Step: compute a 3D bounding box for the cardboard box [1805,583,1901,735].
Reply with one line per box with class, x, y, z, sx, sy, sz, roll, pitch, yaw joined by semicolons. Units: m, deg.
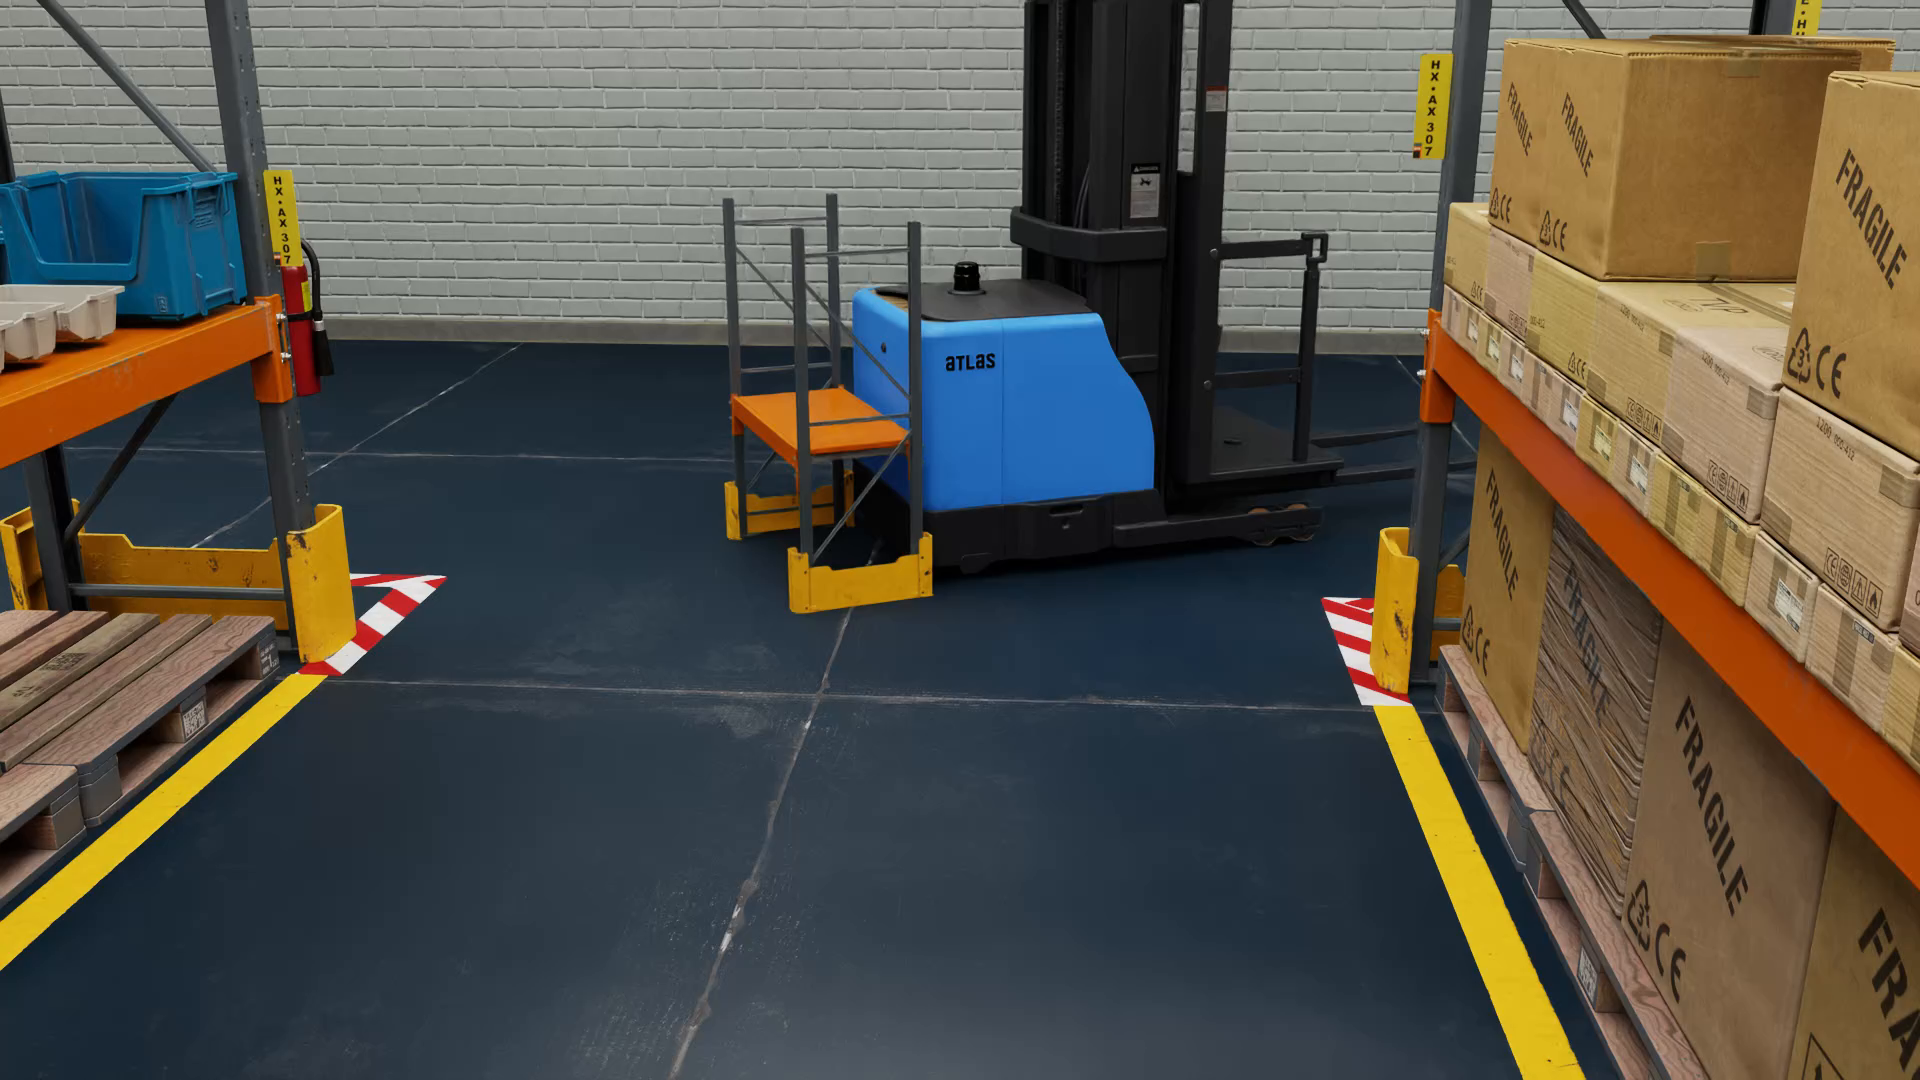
cardboard box;1.510;0.177;2.470;0.380;0.149;0.250;1;18;3

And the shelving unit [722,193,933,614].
shelving unit;-0.579;-0.609;6.873;0.587;1.500;1.083;-7;19;-21

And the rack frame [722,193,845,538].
rack frame;-0.765;-0.753;7.313;0.500;1.500;0.032;-7;19;-21

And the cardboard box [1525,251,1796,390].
cardboard box;1.691;-0.533;3.995;0.500;0.250;0.500;1;18;2

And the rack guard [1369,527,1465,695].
rack guard;2.067;0.257;5.836;1.175;0.500;0.348;1;18;4

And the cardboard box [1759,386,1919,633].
cardboard box;1.583;-0.055;2.536;0.500;0.250;0.500;2;18;6

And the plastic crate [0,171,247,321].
plastic crate;-2.713;-0.971;5.416;0.616;0.435;0.499;1;18;4

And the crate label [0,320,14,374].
crate label;-2.784;-0.503;4.468;0.396;0.136;0.243;1;18;4

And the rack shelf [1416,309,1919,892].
rack shelf;1.922;0.040;3.640;1.077;0.370;4.000;1;18;4

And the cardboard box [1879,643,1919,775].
cardboard box;1.492;0.256;2.227;0.380;0.149;0.250;2;18;5

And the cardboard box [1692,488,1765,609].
cardboard box;1.547;0.017;2.958;0.380;0.149;0.250;2;18;5

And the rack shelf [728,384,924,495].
rack shelf;-0.575;-0.435;6.921;0.538;0.185;1.000;-7;19;-21

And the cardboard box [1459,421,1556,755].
cardboard box;2.099;0.087;5.077;0.875;0.875;0.875;1;18;4

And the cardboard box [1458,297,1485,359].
cardboard box;1.694;-0.621;4.905;0.380;0.149;0.250;1;18;3

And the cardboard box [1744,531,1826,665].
cardboard box;1.529;0.097;2.714;0.380;0.149;0.250;2;18;5

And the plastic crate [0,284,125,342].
plastic crate;-2.753;-0.680;5.008;0.396;0.136;0.243;1;18;4

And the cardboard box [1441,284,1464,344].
cardboard box;1.711;-0.701;5.149;0.380;0.149;0.250;1;18;5

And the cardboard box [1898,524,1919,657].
cardboard box;1.548;0.106;2.046;0.500;0.250;0.500;1;18;3

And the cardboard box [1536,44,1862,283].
cardboard box;1.695;-0.890;3.882;0.500;0.500;0.500;1;18;2

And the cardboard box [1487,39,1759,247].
cardboard box;1.726;-1.051;4.373;0.500;0.500;0.500;1;18;3

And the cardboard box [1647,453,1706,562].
cardboard box;1.565;-0.063;3.201;0.380;0.149;0.250;1;18;3

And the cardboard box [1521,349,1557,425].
cardboard box;1.639;-0.382;4.175;0.380;0.149;0.250;1;18;3

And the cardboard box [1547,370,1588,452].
cardboard box;1.621;-0.302;3.930;0.380;0.149;0.250;1;18;3

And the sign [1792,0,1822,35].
sign;2.606;-1.570;5.156;0.100;0.325;0.005;1;18;4

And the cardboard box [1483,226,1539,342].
cardboard box;1.731;-0.689;4.471;0.500;0.250;0.500;1;18;3

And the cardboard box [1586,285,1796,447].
cardboard box;1.659;-0.371;3.500;0.500;0.250;0.500;1;18;3

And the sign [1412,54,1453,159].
sign;1.512;-1.387;5.320;0.100;0.325;0.005;1;18;4

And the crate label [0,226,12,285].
crate label;-3.221;-0.914;5.566;0.416;0.233;0.303;1;18;4

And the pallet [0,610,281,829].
pallet;-2.973;0.546;5.416;1.003;0.211;1.213;1;18;4

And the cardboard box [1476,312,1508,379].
cardboard box;1.676;-0.542;4.663;0.380;0.149;0.250;1;18;3

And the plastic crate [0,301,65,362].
plastic crate;-2.788;-0.590;4.734;0.396;0.136;0.243;1;18;4

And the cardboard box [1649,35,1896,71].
cardboard box;2.293;-1.193;4.804;0.500;0.500;0.500;2;18;5

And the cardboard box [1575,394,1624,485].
cardboard box;1.602;-0.223;3.691;0.380;0.149;0.250;1;18;3

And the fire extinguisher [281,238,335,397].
fire extinguisher;-2.411;-0.857;5.943;0.296;0.674;0.183;1;18;4

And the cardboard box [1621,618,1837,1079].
cardboard box;1.970;0.646;3.371;0.875;0.875;0.875;1;18;4

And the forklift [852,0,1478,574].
forklift;1.080;-1.513;7.333;3.031;2.935;1.130;-6;19;-19

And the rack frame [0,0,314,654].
rack frame;-2.875;-1.034;5.761;1.000;3.000;0.127;1;18;4

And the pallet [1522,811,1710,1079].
pallet;1.996;1.030;3.941;1.003;0.211;1.213;1;18;4

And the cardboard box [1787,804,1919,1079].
cardboard box;1.906;0.926;2.518;0.875;0.875;0.875;1;18;4

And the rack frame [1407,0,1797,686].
rack frame;2.065;-0.923;5.424;1.000;3.000;0.127;1;18;4

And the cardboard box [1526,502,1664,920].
cardboard box;2.034;0.370;4.214;0.875;0.875;0.875;1;18;4

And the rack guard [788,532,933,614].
rack guard;-0.393;0.129;6.629;0.587;0.250;0.087;-7;19;-21

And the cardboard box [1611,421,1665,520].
cardboard box;1.585;-0.142;3.442;0.380;0.149;0.250;2;18;5

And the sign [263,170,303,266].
sign;-2.325;-1.104;5.714;0.100;0.325;0.005;1;18;4

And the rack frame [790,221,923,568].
rack frame;-0.386;-0.460;6.417;0.500;1.500;0.032;-7;19;-21

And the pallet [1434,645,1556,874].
pallet;2.086;0.652;5.095;1.003;0.211;1.213;1;18;4

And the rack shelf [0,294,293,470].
rack shelf;-3.018;-0.071;3.977;1.077;0.370;4.000;1;18;4

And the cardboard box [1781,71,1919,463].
cardboard box;1.585;-0.412;2.421;0.500;0.500;0.500;1;18;4

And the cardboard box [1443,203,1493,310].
cardboard box;1.762;-0.850;4.964;0.500;0.250;0.500;1;18;2

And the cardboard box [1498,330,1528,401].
cardboard box;1.658;-0.461;4.416;0.380;0.149;0.250;1;18;3

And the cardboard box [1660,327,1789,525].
cardboard box;1.620;-0.213;3.020;0.500;0.250;0.500;2;18;5

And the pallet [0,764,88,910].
pallet;-3.063;0.924;4.263;1.003;0.211;1.213;1;18;4

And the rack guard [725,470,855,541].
rack guard;-0.764;-0.159;7.507;0.587;0.250;0.087;-7;19;-21

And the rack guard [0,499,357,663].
rack guard;-2.886;0.146;6.174;1.175;0.500;0.348;1;18;4
